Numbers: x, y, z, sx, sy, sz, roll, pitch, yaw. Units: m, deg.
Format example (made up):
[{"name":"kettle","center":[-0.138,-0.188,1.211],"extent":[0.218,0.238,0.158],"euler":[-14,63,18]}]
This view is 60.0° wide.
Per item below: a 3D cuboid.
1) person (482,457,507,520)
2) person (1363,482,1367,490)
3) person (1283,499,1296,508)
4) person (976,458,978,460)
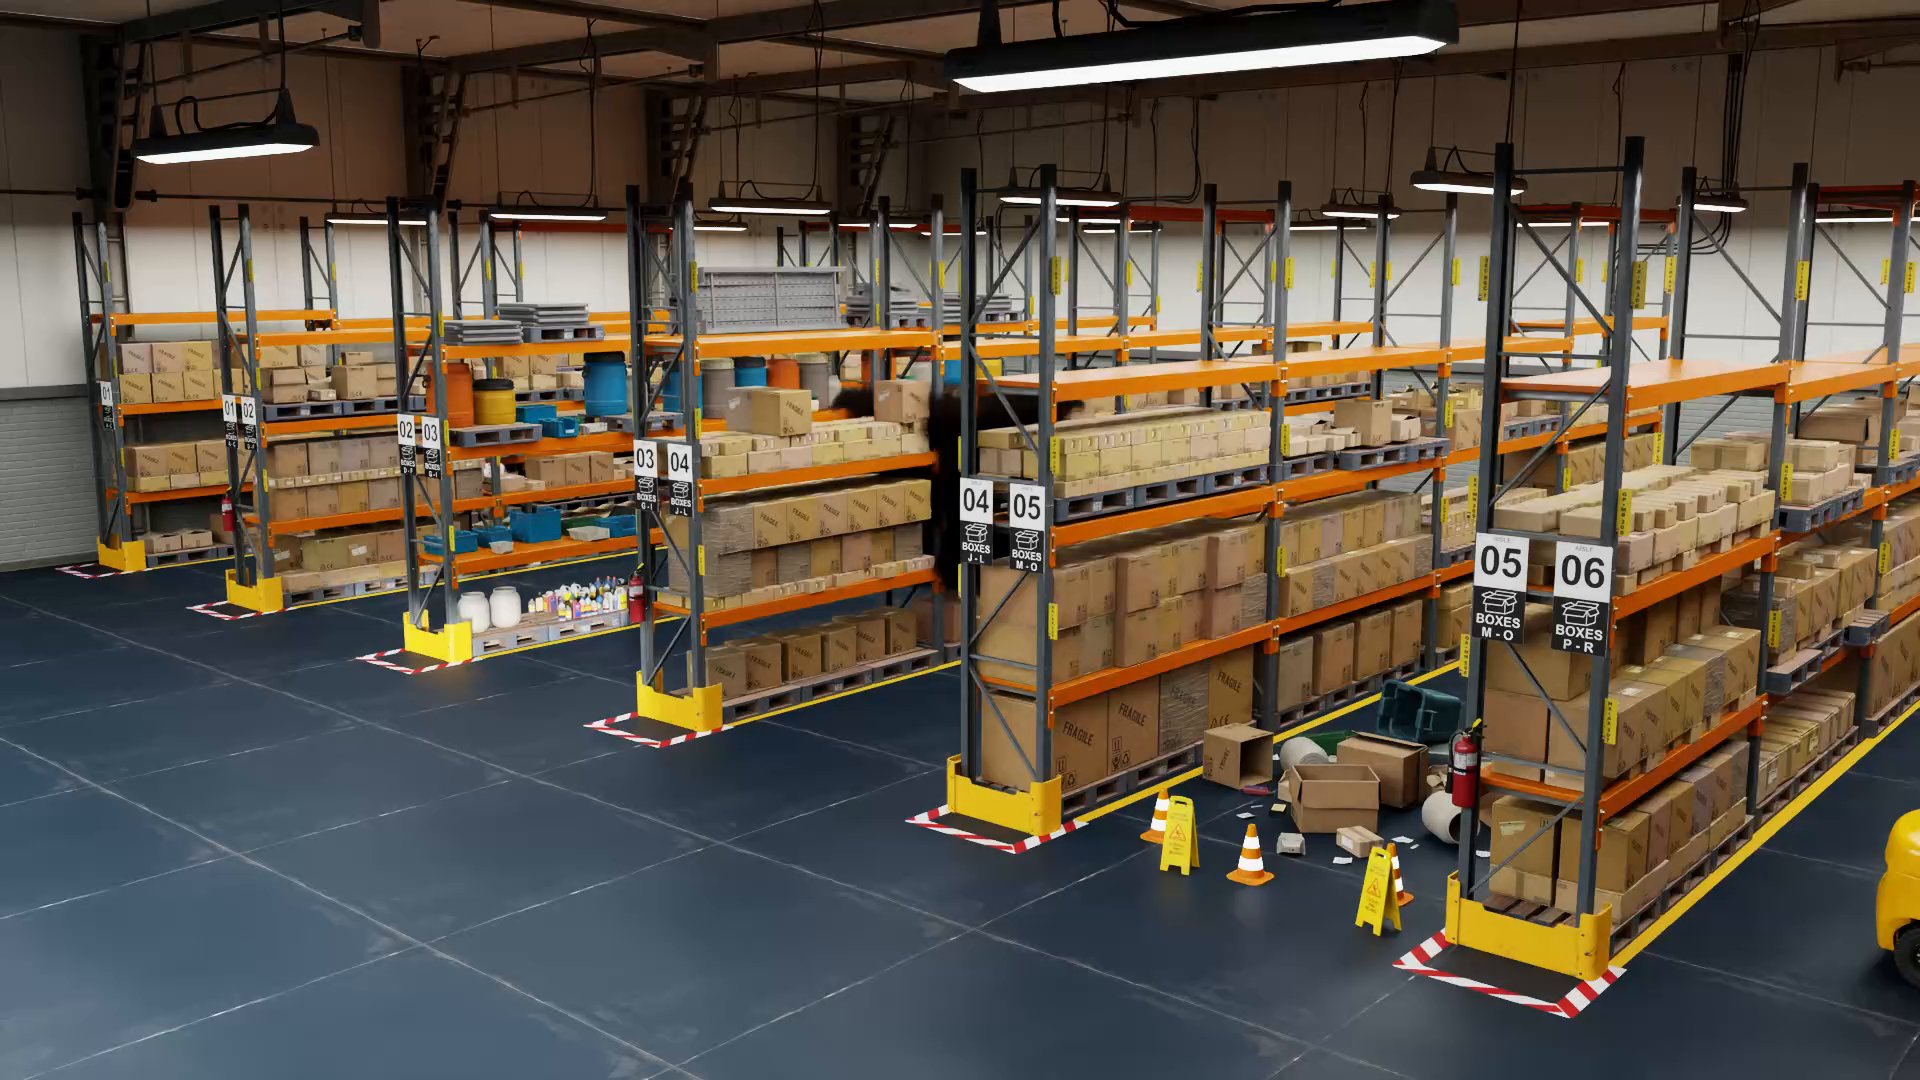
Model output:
[{"name":"person","center":[-8.600,-0.778,30.528],"extent":[0.597,1.796,0.472],"euler":[-2,10,-10]},{"name":"person","center":[6.869,-0.252,27.945],"extent":[0.928,1.600,0.496],"euler":[-9,13,-43]},{"name":"person","center":[4.678,0.226,23.511],"extent":[0.495,1.628,0.981],"euler":[8,12,40]},{"name":"person","center":[0.507,-1.243,33.360],"extent":[0.588,1.766,0.559],"euler":[-7,12,-35]}]
